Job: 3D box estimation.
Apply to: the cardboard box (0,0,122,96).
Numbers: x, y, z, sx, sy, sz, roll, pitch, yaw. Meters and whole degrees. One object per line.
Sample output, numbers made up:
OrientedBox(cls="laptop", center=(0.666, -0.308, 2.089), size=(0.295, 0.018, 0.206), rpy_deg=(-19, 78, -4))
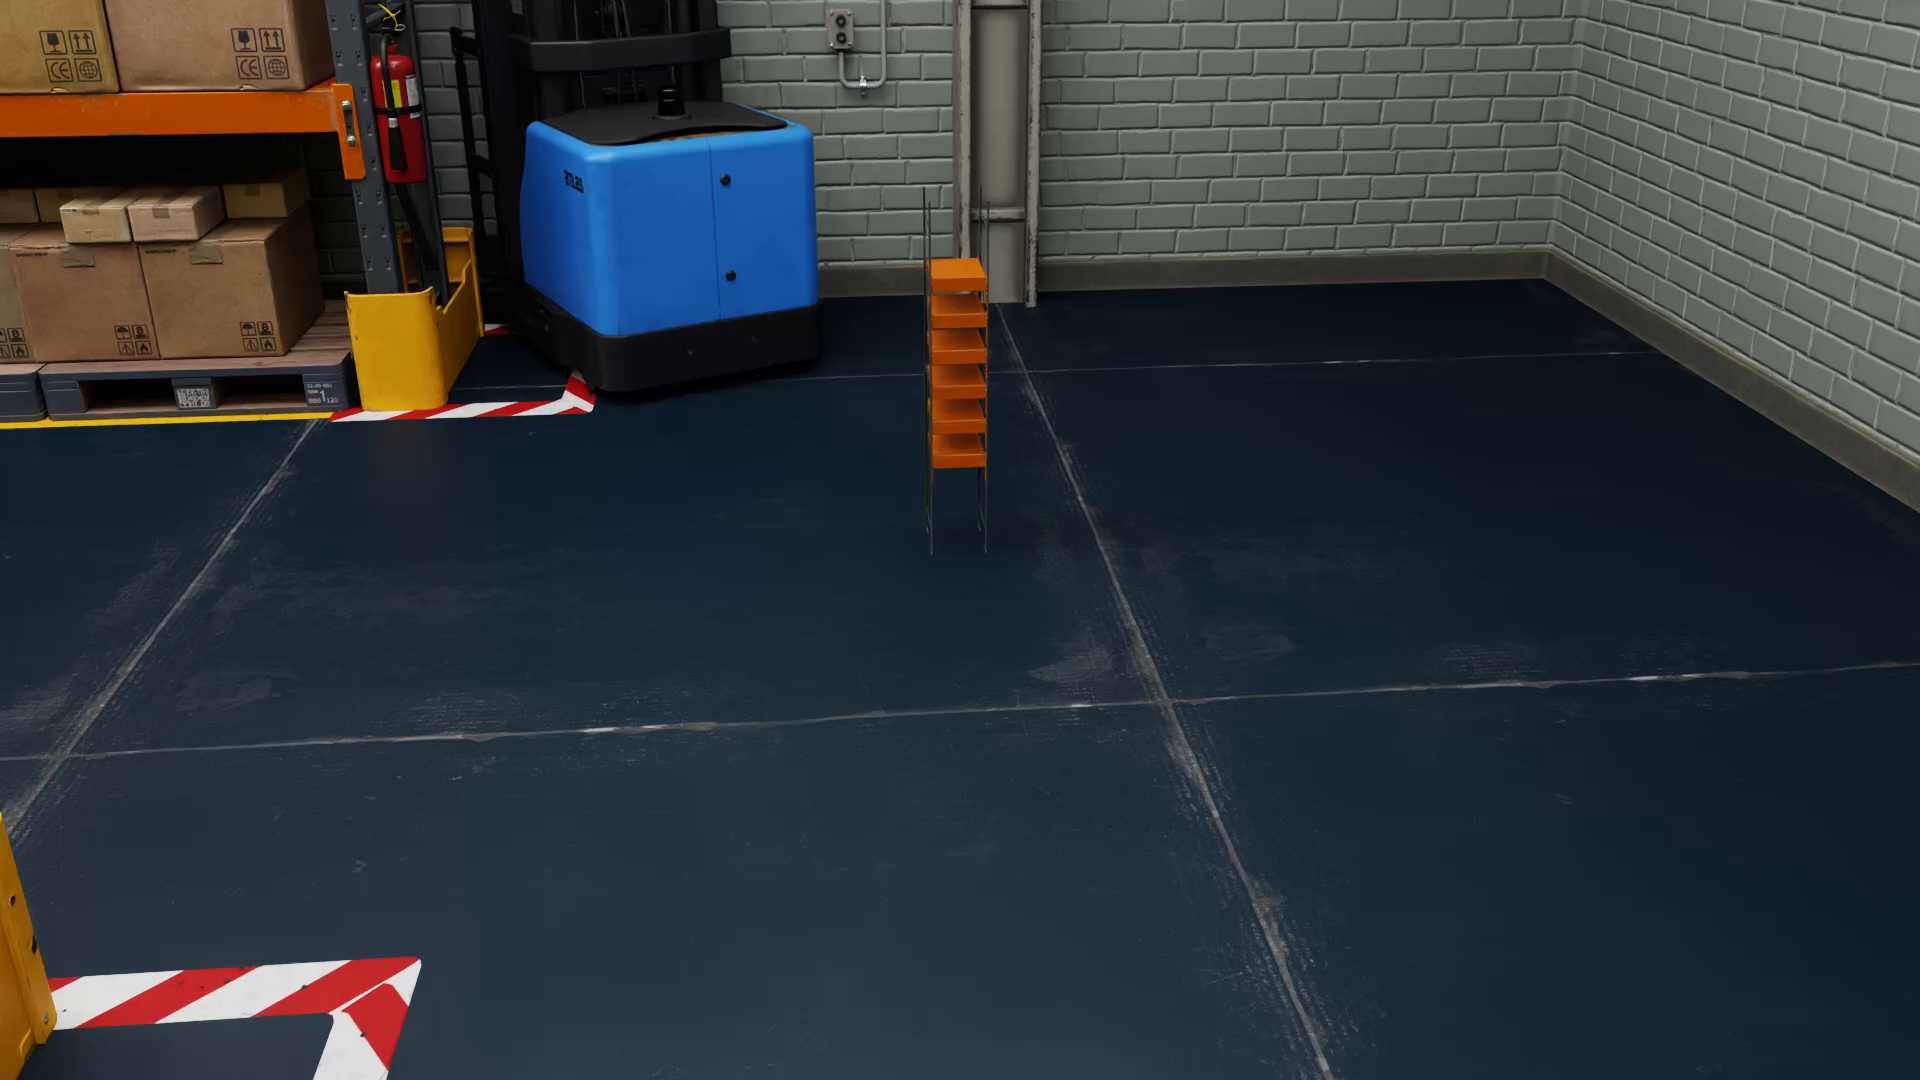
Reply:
OrientedBox(cls="cardboard box", center=(-3.654, -2.226, 6.695), size=(0.700, 0.700, 0.980), rpy_deg=(-2, 24, -6))

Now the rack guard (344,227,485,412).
OrientedBox(cls="rack guard", center=(-2.400, -1.005, 7.397), size=(0.348, 0.500, 1.175), rpy_deg=(-2, 24, -5))

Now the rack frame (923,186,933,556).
OrientedBox(cls="rack frame", center=(-0.105, -0.544, 5.497), size=(0.006, 1.200, 0.240), rpy_deg=(-2, 24, -5))

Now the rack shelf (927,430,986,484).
OrientedBox(cls="rack shelf", center=(-0.014, -0.288, 5.621), size=(0.180, 0.103, 0.258), rpy_deg=(-2, 24, -5))

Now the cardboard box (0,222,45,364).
OrientedBox(cls="cardboard box", center=(-4.109, -1.088, 7.065), size=(0.500, 0.500, 0.700), rpy_deg=(-3, 24, -7))

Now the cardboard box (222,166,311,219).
OrientedBox(cls="cardboard box", center=(-3.006, -1.510, 7.217), size=(0.250, 0.149, 0.380), rpy_deg=(-2, 24, -5))

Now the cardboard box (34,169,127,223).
OrientedBox(cls="cardboard box", center=(-3.759, -1.480, 7.148), size=(0.250, 0.149, 0.380), rpy_deg=(-2, 24, -5))

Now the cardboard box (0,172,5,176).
OrientedBox(cls="cardboard box", center=(-4.268, -1.459, 7.101), size=(0.250, 0.149, 0.380), rpy_deg=(-2, 24, -5))

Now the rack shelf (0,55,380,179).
OrientedBox(cls="rack shelf", center=(-4.415, -1.738, 6.853), size=(4.000, 0.370, 1.077), rpy_deg=(-2, 24, -5))

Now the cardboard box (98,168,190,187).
OrientedBox(cls="cardboard box", center=(-3.510, -1.490, 7.170), size=(0.250, 0.149, 0.380), rpy_deg=(-2, 24, -5))

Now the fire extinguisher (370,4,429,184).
OrientedBox(cls="fire extinguisher", center=(-2.229, -1.760, 6.572), size=(0.183, 0.674, 0.296), rpy_deg=(-2, 24, -5))

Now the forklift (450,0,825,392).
OrientedBox(cls="forklift", center=(-1.806, -2.512, 7.793), size=(1.130, 2.935, 3.031), rpy_deg=(-14, 28, -28))

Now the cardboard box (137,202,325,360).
OrientedBox(cls="cardboard box", center=(-3.111, -1.128, 7.155), size=(0.500, 0.500, 0.700), rpy_deg=(-2, 24, -5))

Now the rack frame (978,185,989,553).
OrientedBox(cls="rack frame", center=(0.077, -0.551, 5.513), size=(0.006, 1.200, 0.240), rpy_deg=(-2, 24, -5))

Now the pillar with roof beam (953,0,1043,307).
OrientedBox(cls="pillar with roof beam", center=(0.601, -3.605, 2.782), size=(0.400, 9.000, 9.100), rpy_deg=(-2, 24, -5))

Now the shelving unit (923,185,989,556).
OrientedBox(cls="shelving unit", center=(-0.014, -0.548, 5.505), size=(0.189, 1.200, 0.258), rpy_deg=(-2, 24, -5))

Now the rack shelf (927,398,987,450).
OrientedBox(cls="rack shelf", center=(-0.014, -0.397, 5.572), size=(0.180, 0.103, 0.258), rpy_deg=(-2, 24, -5))

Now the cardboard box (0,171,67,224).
OrientedBox(cls="cardboard box", center=(-4.012, -1.469, 7.125), size=(0.250, 0.149, 0.380), rpy_deg=(-2, 24, -4))

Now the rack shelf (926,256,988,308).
OrientedBox(cls="rack shelf", center=(-0.014, -0.836, 5.377), size=(0.180, 0.103, 0.258), rpy_deg=(-2, 24, -5))

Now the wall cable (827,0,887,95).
OrientedBox(cls="wall cable", center=(-1.243, -3.044, 7.656), size=(1.851, 1.984, 0.084), rpy_deg=(-2, 24, -5))

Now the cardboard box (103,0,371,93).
OrientedBox(cls="cardboard box", center=(-2.931, -2.259, 6.771), size=(0.700, 0.700, 0.980), rpy_deg=(-1, 24, -3))

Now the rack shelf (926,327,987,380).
OrientedBox(cls="rack shelf", center=(-0.014, -0.617, 5.474), size=(0.180, 0.103, 0.258), rpy_deg=(-2, 24, -5))

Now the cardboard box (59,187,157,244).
OrientedBox(cls="cardboard box", center=(-3.475, -1.335, 6.823), size=(0.250, 0.149, 0.380), rpy_deg=(-2, 24, -4))

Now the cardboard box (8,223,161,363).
OrientedBox(cls="cardboard box", center=(-3.609, -1.108, 7.110), size=(0.500, 0.500, 0.700), rpy_deg=(-2, 24, -5))

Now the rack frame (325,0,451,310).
OrientedBox(cls="rack frame", center=(-2.424, -2.147, 6.887), size=(0.127, 3.000, 1.000), rpy_deg=(-2, 24, -5))

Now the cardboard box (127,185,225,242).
OrientedBox(cls="cardboard box", center=(-3.221, -1.346, 6.846), size=(0.250, 0.149, 0.380), rpy_deg=(-3, 24, -6))

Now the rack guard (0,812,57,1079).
OrientedBox(cls="rack guard", center=(-2.009, 1.001, 2.883), size=(0.348, 0.500, 1.175), rpy_deg=(-2, 24, -5))

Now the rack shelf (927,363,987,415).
OrientedBox(cls="rack shelf", center=(-0.014, -0.507, 5.523), size=(0.180, 0.103, 0.258), rpy_deg=(-2, 24, -5))

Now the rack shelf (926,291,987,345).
OrientedBox(cls="rack shelf", center=(-0.014, -0.726, 5.426), size=(0.180, 0.103, 0.258), rpy_deg=(-2, 24, -5))

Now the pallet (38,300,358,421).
OrientedBox(cls="pallet", center=(-3.212, -0.809, 7.310), size=(1.213, 0.211, 1.003), rpy_deg=(-2, 24, -5))

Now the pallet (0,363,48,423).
OrientedBox(cls="pallet", center=(-4.424, -0.762, 7.203), size=(1.213, 0.211, 1.003), rpy_deg=(-2, 24, -5))
